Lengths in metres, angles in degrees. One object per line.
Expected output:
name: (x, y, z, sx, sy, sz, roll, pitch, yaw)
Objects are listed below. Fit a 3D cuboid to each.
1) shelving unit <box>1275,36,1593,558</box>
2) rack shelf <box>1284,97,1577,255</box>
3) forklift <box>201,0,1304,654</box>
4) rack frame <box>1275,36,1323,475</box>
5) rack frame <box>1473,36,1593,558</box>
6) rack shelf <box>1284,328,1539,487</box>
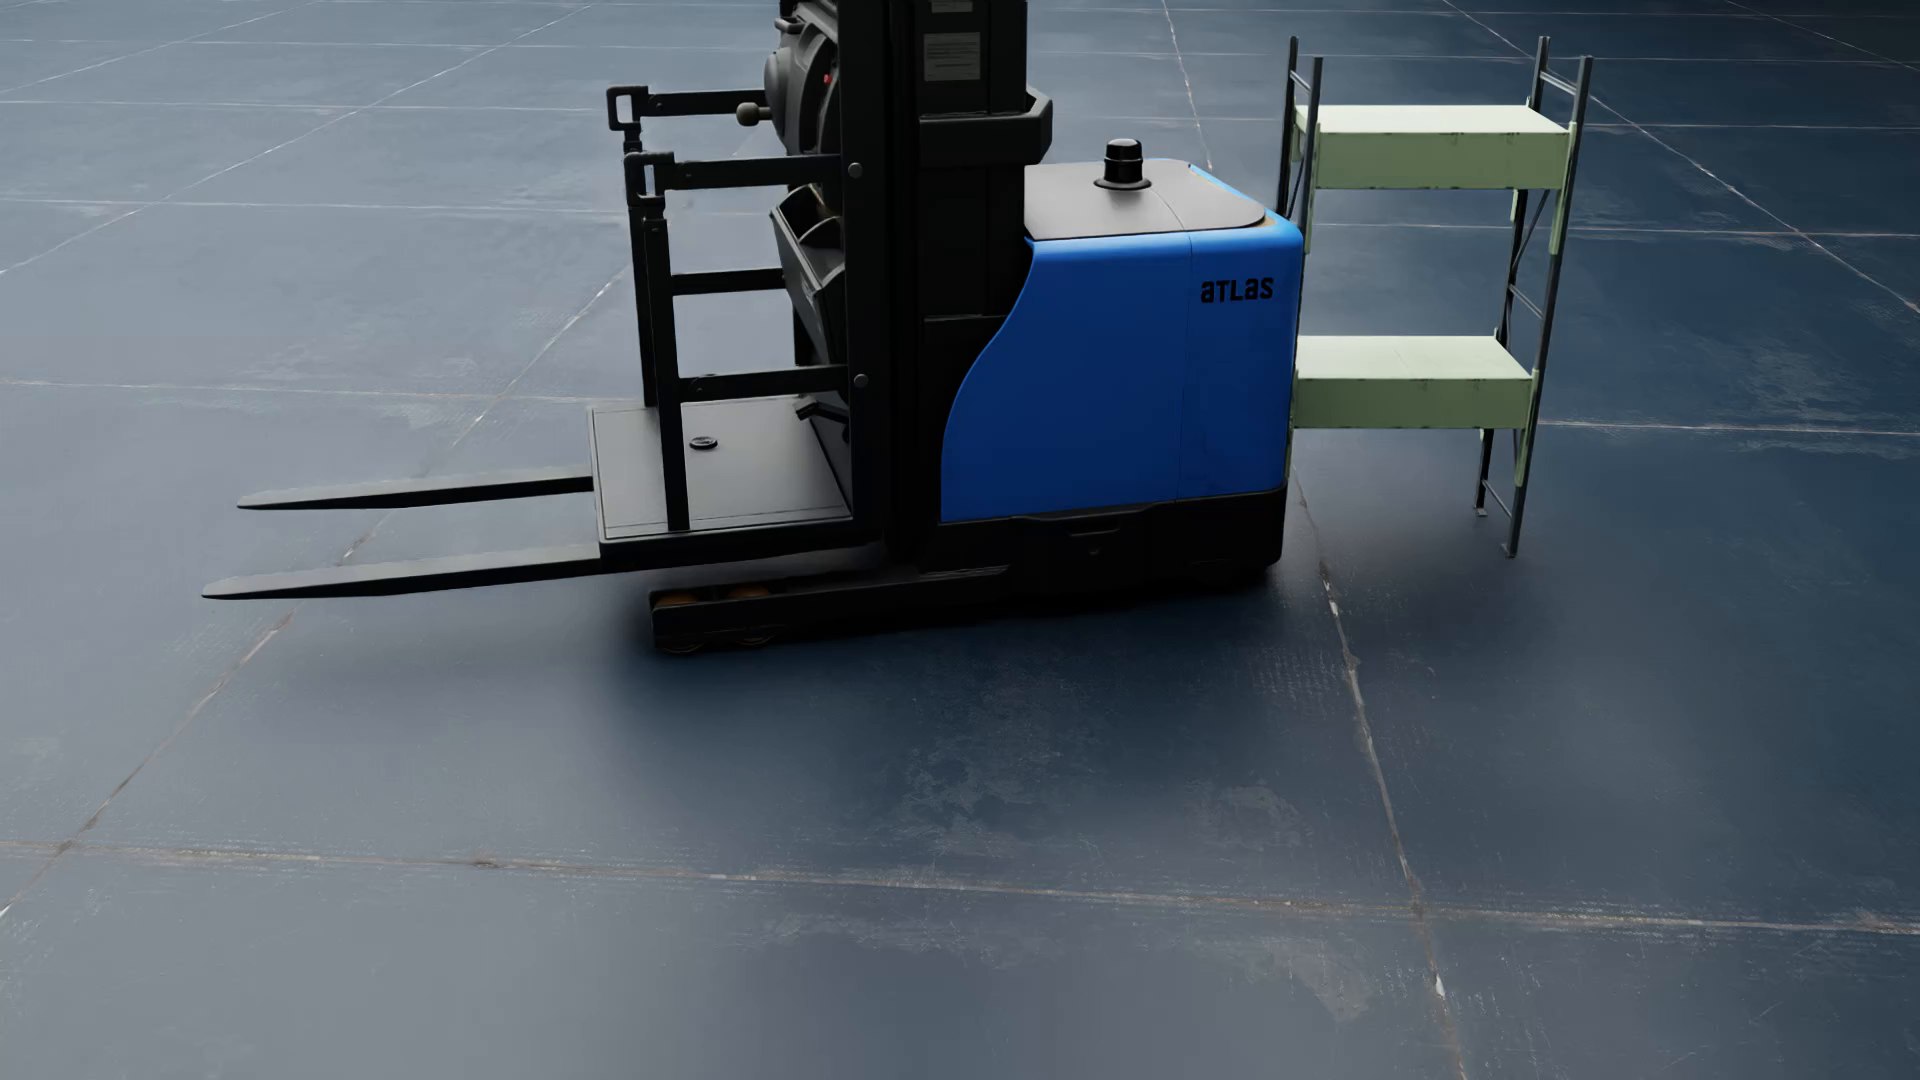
shelving unit: (1.340, -0.711, 5.001, 0.755, 1.500, 0.431, 0, 25, 0)
rack shelf: (1.340, -1.066, 4.838, 0.720, 0.370, 0.431, 0, 25, 0)
forklift: (-0.610, -1.262, 4.487, 3.031, 2.935, 1.130, -6, 25, -12)
rack frame: (0.974, -0.712, 5.003, 0.023, 1.500, 0.400, 0, 25, 0)
rack frame: (1.706, -0.711, 5.000, 0.023, 1.500, 0.400, 0, 25, 0)
rack shelf: (1.340, -0.415, 5.138, 0.720, 0.370, 0.431, 0, 25, 0)
